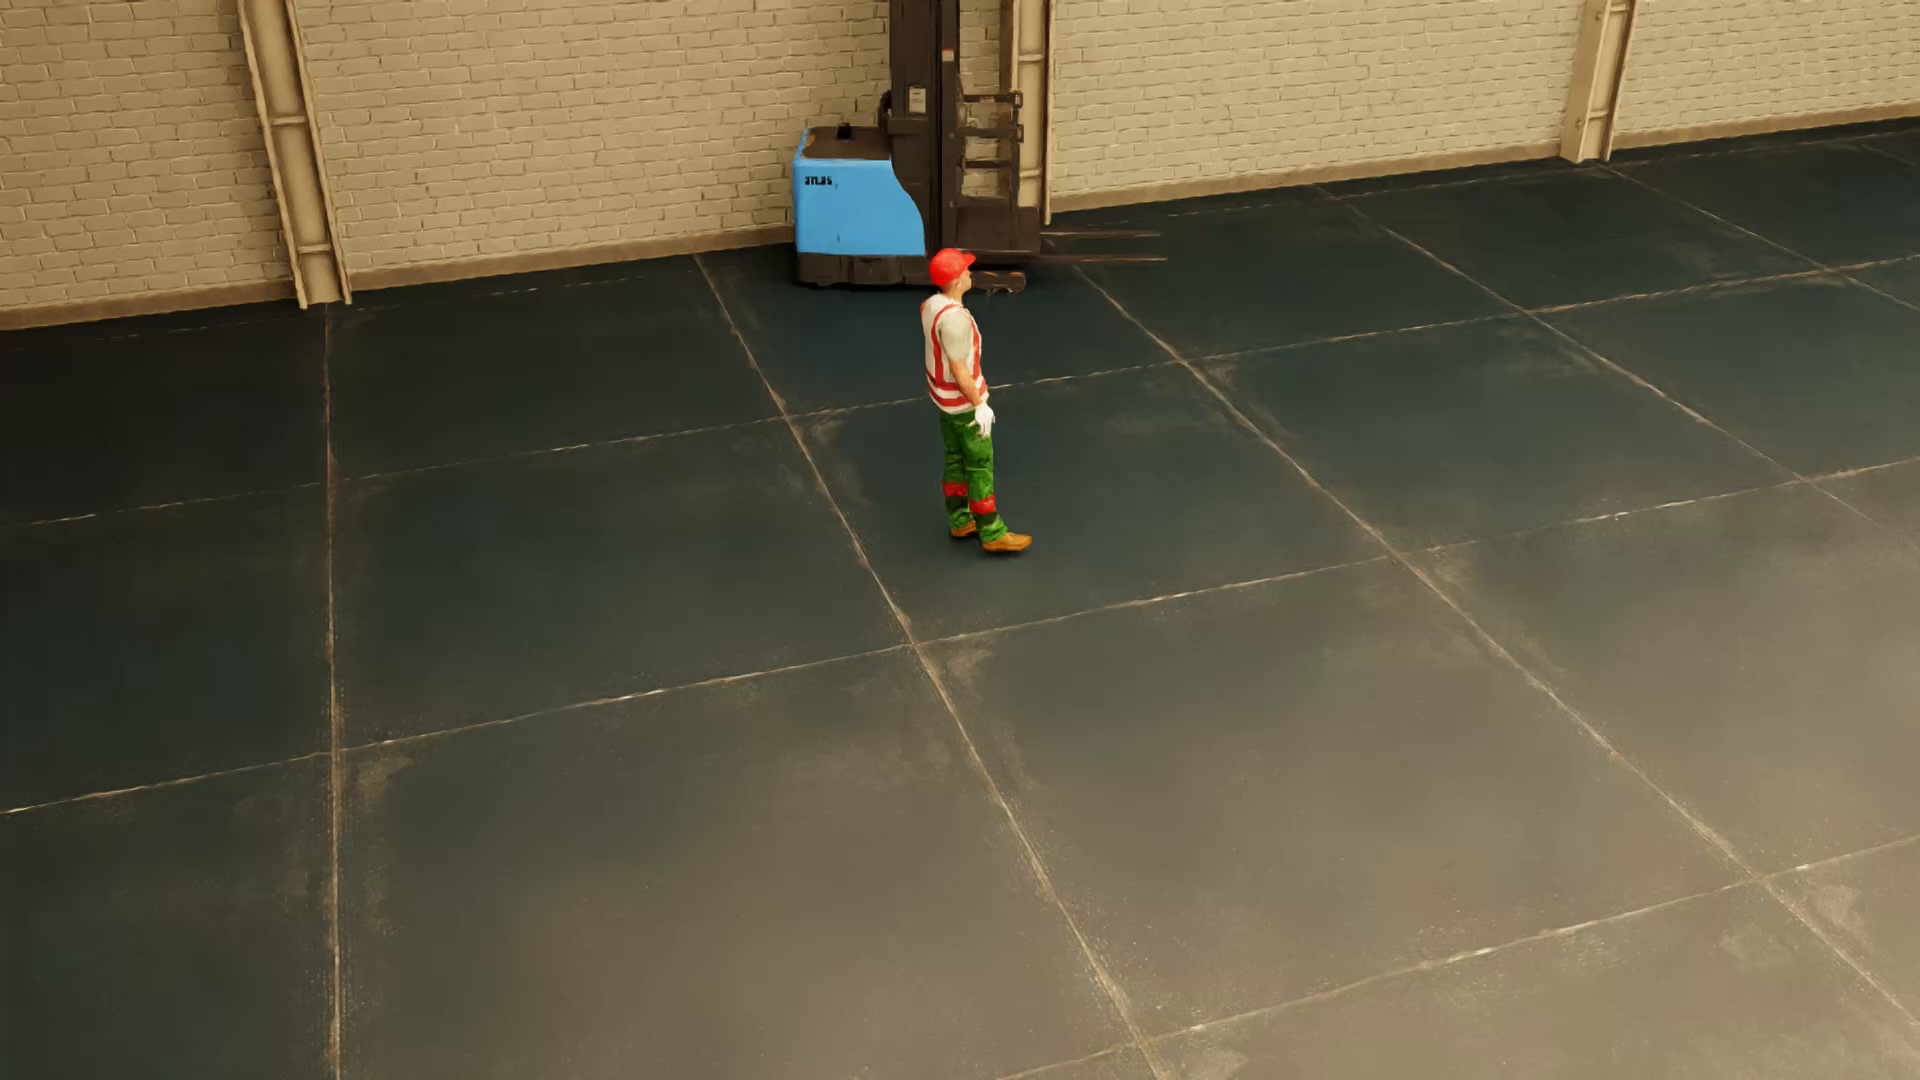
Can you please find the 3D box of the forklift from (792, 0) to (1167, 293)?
[{"bbox_3d":[0.181,-3.550,13.257,3.031,2.935,1.130,1,30,1],"label":"forklift"}]

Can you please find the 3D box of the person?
[{"bbox_3d":[0.080,-0.823,9.570,0.563,1.787,0.637,-10,31,-16],"label":"person"}]
